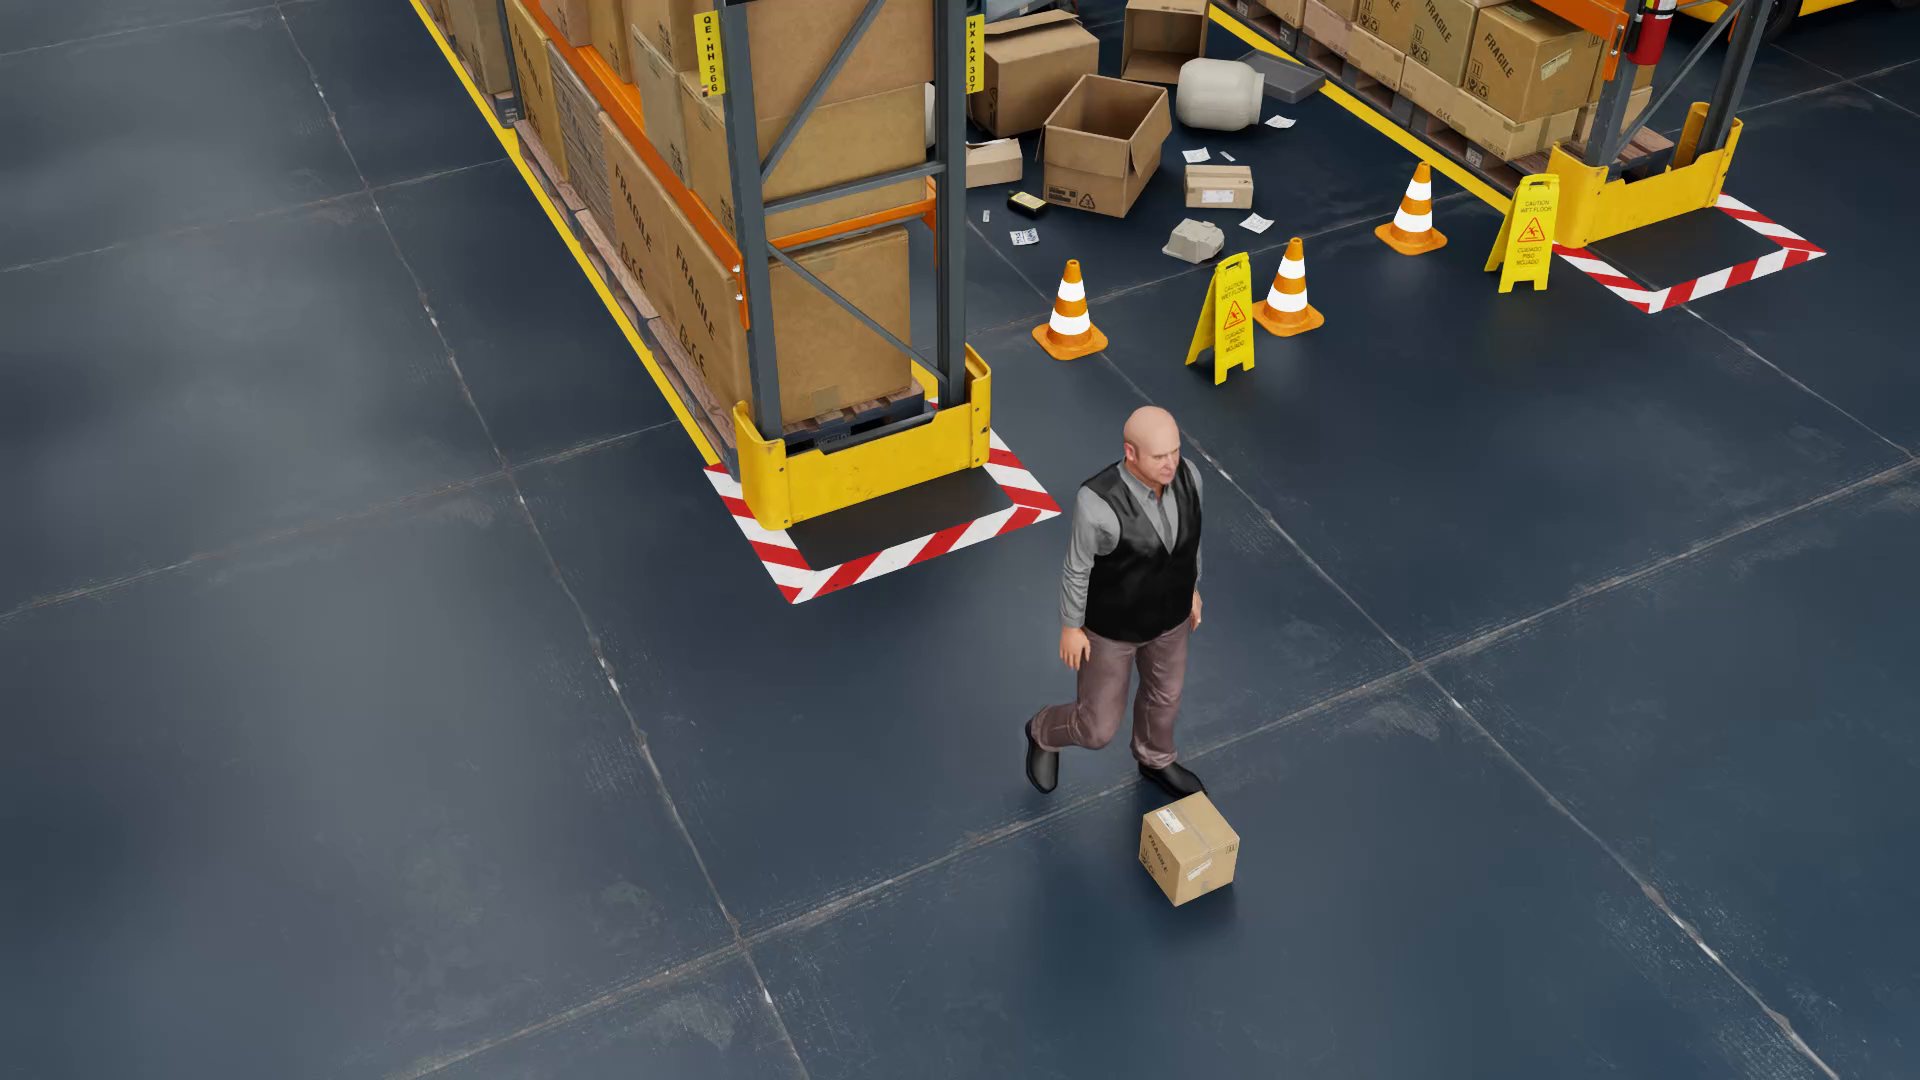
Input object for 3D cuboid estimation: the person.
[{"bbox_3d":[0.592,0.266,5.843,0.634,1.723,0.581,-25,47,-26],"label":"person"}]
